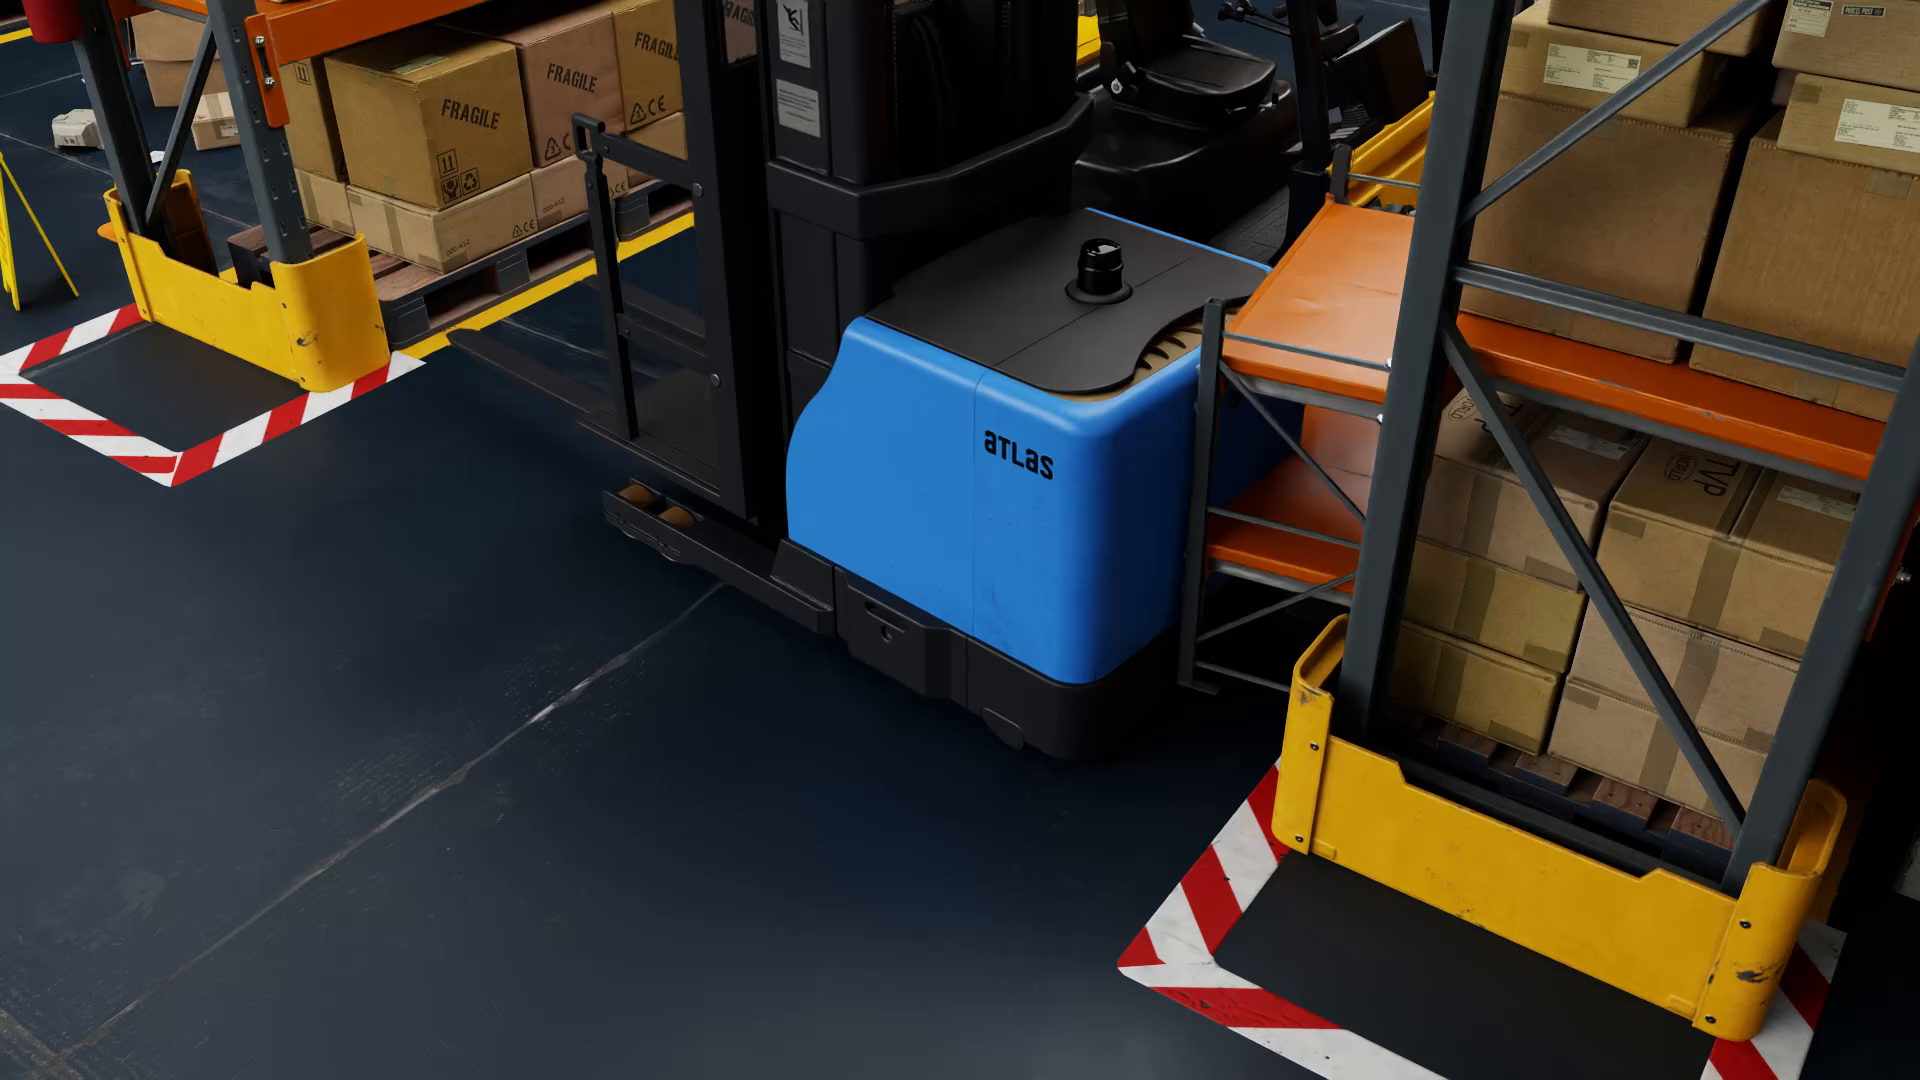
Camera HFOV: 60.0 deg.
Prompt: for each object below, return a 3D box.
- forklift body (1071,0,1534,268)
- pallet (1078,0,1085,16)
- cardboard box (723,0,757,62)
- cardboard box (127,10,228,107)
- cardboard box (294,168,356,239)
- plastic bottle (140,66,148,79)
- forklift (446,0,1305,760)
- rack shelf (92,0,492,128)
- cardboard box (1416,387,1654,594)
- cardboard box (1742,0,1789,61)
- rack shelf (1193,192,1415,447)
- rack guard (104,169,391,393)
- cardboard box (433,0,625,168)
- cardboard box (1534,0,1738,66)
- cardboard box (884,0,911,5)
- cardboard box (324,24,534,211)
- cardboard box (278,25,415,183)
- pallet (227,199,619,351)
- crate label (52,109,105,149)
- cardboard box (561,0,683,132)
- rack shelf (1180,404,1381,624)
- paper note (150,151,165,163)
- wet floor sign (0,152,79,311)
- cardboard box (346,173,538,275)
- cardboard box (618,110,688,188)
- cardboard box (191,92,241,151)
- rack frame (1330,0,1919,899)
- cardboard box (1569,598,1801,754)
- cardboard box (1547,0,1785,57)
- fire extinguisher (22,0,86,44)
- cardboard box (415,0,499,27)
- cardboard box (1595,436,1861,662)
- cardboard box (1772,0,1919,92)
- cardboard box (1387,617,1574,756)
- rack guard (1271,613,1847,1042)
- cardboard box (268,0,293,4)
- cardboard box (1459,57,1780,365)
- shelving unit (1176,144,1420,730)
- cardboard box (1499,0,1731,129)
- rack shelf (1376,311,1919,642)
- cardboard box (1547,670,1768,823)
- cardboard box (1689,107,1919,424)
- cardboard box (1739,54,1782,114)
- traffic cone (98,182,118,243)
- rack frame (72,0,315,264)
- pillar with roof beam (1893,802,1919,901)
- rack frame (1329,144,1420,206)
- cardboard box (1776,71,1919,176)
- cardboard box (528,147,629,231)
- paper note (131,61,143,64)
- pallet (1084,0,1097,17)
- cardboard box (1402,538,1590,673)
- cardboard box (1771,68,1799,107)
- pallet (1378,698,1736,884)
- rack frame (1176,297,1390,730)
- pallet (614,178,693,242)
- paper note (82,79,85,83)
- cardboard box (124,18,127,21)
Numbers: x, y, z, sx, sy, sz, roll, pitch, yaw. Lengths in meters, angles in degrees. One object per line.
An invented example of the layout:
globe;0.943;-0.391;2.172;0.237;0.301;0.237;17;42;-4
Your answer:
forklift body;0.930;-1.513;5.567;2.313;2.155;1.214;21;39;28
pallet;-0.009;-3.038;9.553;1.003;0.211;1.213;21;39;28
cardboard box;-1.147;-2.352;7.460;0.500;0.500;0.500;24;41;31
cardboard box;-3.810;-2.576;8.610;0.797;0.503;0.637;-3;34;-4
cardboard box;-2.478;-1.497;6.866;0.500;0.250;0.500;21;39;28
plastic bottle;-4.281;-2.560;8.981;0.133;0.061;0.283;8;35;12
forklift;-0.484;-1.344;4.620;3.031;2.935;1.130;26;42;33
rack shelf;-1.592;-2.615;7.082;1.077;0.370;4.000;21;39;28
cardboard box;1.354;-0.170;4.011;0.500;0.250;0.500;23;40;30
cardboard box;1.635;-1.195;3.672;0.380;0.149;0.250;22;40;29
rack shelf;1.020;-0.528;4.215;0.538;0.278;1.000;15;38;22
rack guard;-2.689;-0.993;6.271;1.175;0.500;0.348;21;39;28
cardboard box;-1.737;-1.875;6.755;0.500;0.500;0.500;20;39;27
cardboard box;1.437;-1.096;3.524;0.380;0.149;0.250;22;40;29
cardboard box;-0.568;-2.821;8.155;0.500;0.500;0.500;21;39;28
cardboard box;-2.032;-1.633;6.397;0.500;0.500;0.500;20;39;27
cardboard box;-2.489;-1.791;6.630;0.500;0.500;0.500;22;40;28
pallet;-2.196;-1.235;6.889;1.003;0.211;1.213;21;39;28
crate label;-4.255;-1.997;8.081;0.250;0.136;0.298;3;34;4
cardboard box;-1.445;-2.103;7.092;0.500;0.500;0.500;22;40;29
rack shelf;1.030;-0.087;4.523;0.538;0.278;1.000;15;38;22
paper note;-3.828;-1.834;7.935;0.148;0.019;0.142;8;35;12
wet floor sign;-3.719;-1.272;6.555;0.232;0.644;0.267;-22;40;-29
cardboard box;-2.045;-1.311;6.590;0.500;0.250;0.500;21;39;28
cardboard box;-1.447;-1.799;7.312;0.500;0.250;0.500;24;41;31
cardboard box;-3.645;-2.060;8.164;0.250;0.149;0.380;-15;37;-21
rack frame;1.348;-0.409;3.178;1.000;3.000;0.127;21;39;28
cardboard box;1.787;0.199;3.912;0.500;0.250;0.500;22;40;29
cardboard box;1.379;-1.075;3.228;0.380;0.149;0.250;21;40;28
fire extinguisher;-3.176;-2.056;5.681;0.296;0.674;0.183;21;39;28
cardboard box;-2.195;-2.032;6.987;0.500;0.500;0.500;23;40;30
cardboard box;1.777;-0.019;3.788;0.500;0.250;0.500;21;39;28
cardboard box;1.715;-0.929;3.012;0.380;0.149;0.250;20;39;27
cardboard box;1.356;0.239;4.299;0.500;0.250;0.500;22;40;28
rack guard;1.334;0.637;3.861;1.175;0.500;0.348;21;39;28
cardboard box;-2.368;-1.979;5.723;0.380;0.149;0.250;21;40;28
cardboard box;1.413;-0.761;3.608;0.500;0.500;0.500;20;39;27
shelving unit;1.025;-0.288;4.383;0.538;1.125;1.048;15;38;22
cardboard box;1.315;-0.968;3.336;0.380;0.149;0.250;22;40;29
rack shelf;2.488;-1.032;4.740;1.077;0.370;4.000;21;39;28
cardboard box;1.789;0.392;4.072;0.500;0.250;0.500;21;40;28
cardboard box;1.858;-0.590;3.356;0.500;0.500;0.500;23;40;30
cardboard box;1.716;-0.997;3.957;0.500;0.500;0.500;23;40;30
traffic cone;-3.547;-1.552;7.132;0.336;0.463;0.334;21;39;28
rack frame;-2.732;-1.993;5.520;1.000;3.000;0.127;21;39;28
pillar with roof beam;-1.051;-4.302;3.578;9.100;9.000;0.400;21;39;28
rack frame;1.256;-0.551;4.752;0.500;1.125;0.032;15;38;22
cardboard box;1.754;-0.793;3.076;0.380;0.149;0.250;20;39;27
cardboard box;-1.748;-1.543;6.934;0.500;0.250;0.500;23;40;30
paper note;-4.476;-2.619;9.114;0.123;0.001;0.032;-15;37;-21
pallet;0.686;-3.601;10.387;1.003;0.211;1.213;21;39;28
cardboard box;1.369;0.025;4.169;0.500;0.250;0.500;21;39;28
cardboard box;1.843;-0.927;3.274;0.380;0.149;0.250;21;39;28
pallet;1.749;0.380;4.499;1.003;0.211;1.213;21;39;28
rack frame;0.795;-0.025;4.014;0.500;1.125;0.032;15;38;22
pallet;-1.500;-1.795;7.715;1.003;0.211;1.213;21;39;28
paper note;-4.591;-2.457;8.858;0.142;0.017;0.144;-22;40;-29
cardboard box;-4.618;-3.292;9.669;0.500;0.500;0.500;29;44;36
